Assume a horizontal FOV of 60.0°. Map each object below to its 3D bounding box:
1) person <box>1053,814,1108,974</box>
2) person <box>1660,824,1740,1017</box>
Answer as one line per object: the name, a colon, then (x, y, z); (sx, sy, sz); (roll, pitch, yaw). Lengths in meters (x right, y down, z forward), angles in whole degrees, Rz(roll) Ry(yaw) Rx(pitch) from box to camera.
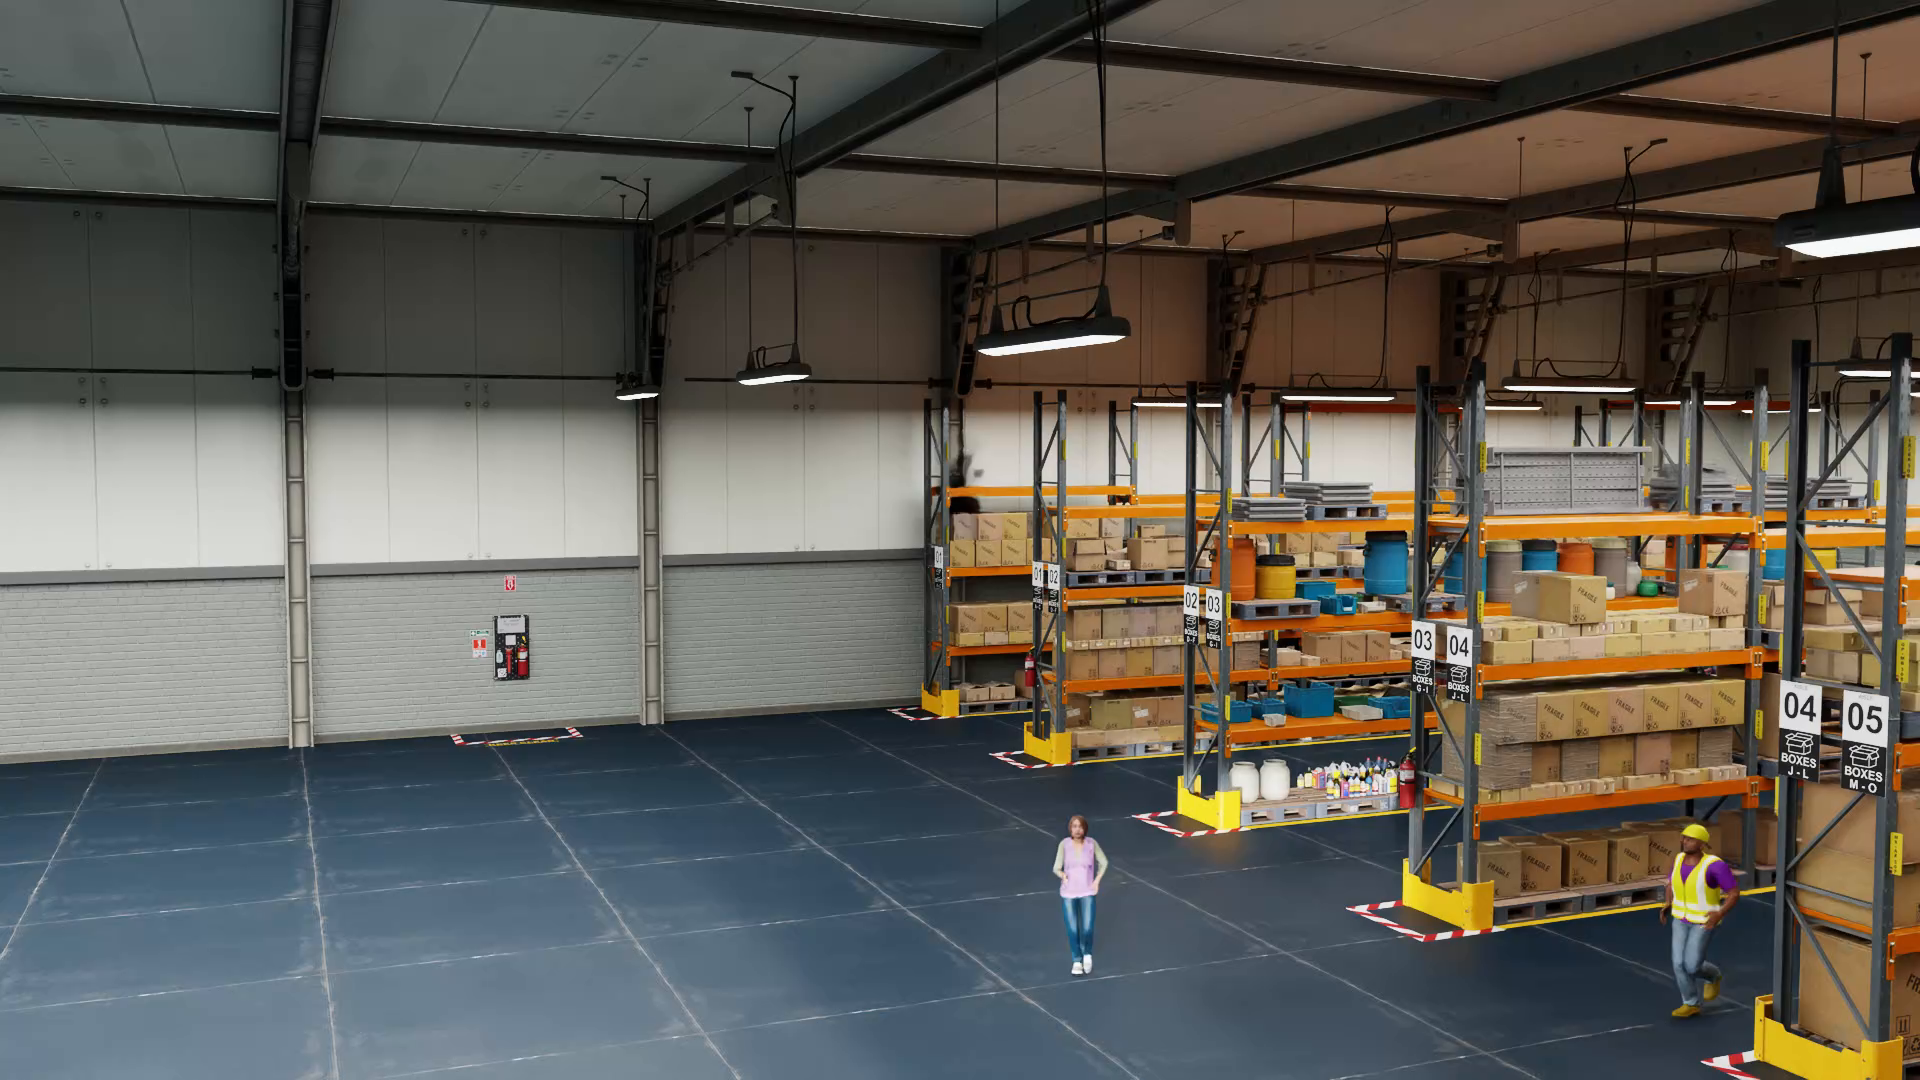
person: (1.145, 3.429, 15.975); (0.522, 1.559, 0.540); (0, 3, 8)
person: (6.663, 3.422, 15.005); (0.561, 1.732, 0.693); (-2, 4, -31)
